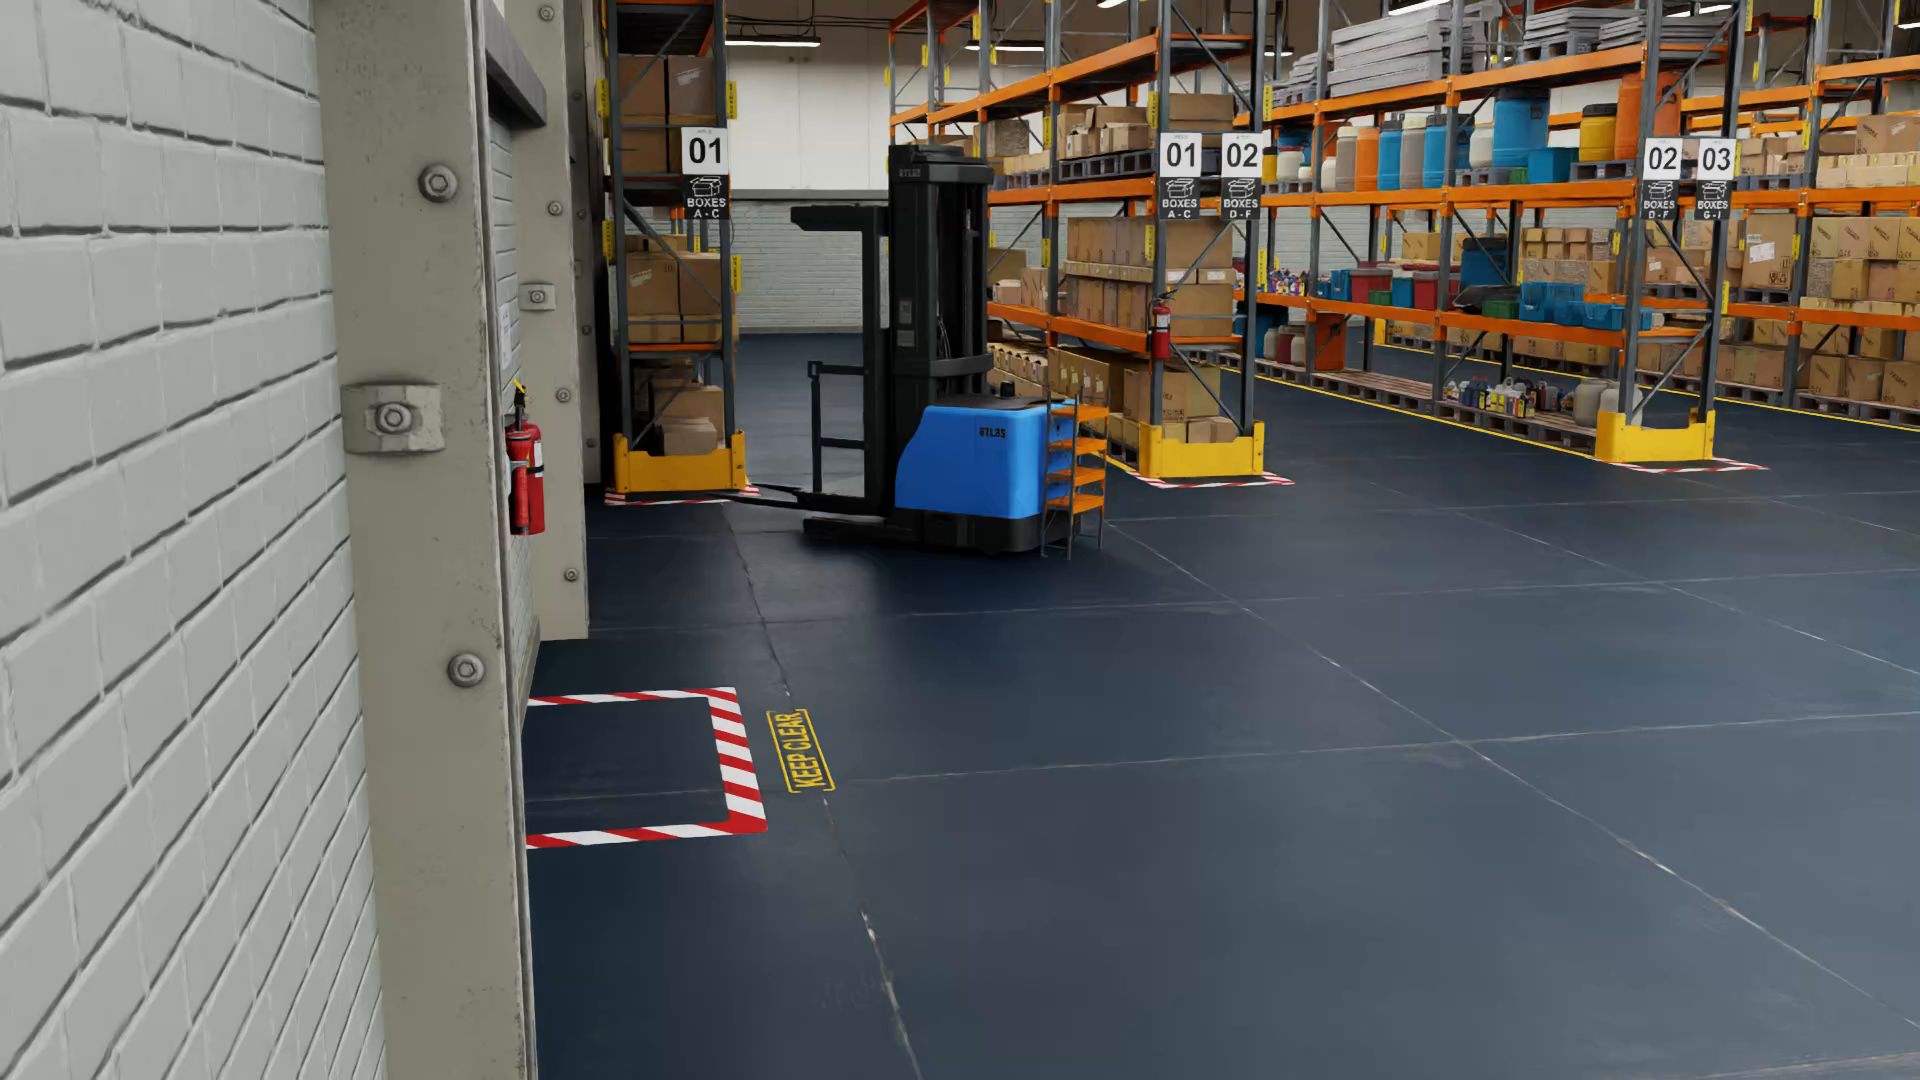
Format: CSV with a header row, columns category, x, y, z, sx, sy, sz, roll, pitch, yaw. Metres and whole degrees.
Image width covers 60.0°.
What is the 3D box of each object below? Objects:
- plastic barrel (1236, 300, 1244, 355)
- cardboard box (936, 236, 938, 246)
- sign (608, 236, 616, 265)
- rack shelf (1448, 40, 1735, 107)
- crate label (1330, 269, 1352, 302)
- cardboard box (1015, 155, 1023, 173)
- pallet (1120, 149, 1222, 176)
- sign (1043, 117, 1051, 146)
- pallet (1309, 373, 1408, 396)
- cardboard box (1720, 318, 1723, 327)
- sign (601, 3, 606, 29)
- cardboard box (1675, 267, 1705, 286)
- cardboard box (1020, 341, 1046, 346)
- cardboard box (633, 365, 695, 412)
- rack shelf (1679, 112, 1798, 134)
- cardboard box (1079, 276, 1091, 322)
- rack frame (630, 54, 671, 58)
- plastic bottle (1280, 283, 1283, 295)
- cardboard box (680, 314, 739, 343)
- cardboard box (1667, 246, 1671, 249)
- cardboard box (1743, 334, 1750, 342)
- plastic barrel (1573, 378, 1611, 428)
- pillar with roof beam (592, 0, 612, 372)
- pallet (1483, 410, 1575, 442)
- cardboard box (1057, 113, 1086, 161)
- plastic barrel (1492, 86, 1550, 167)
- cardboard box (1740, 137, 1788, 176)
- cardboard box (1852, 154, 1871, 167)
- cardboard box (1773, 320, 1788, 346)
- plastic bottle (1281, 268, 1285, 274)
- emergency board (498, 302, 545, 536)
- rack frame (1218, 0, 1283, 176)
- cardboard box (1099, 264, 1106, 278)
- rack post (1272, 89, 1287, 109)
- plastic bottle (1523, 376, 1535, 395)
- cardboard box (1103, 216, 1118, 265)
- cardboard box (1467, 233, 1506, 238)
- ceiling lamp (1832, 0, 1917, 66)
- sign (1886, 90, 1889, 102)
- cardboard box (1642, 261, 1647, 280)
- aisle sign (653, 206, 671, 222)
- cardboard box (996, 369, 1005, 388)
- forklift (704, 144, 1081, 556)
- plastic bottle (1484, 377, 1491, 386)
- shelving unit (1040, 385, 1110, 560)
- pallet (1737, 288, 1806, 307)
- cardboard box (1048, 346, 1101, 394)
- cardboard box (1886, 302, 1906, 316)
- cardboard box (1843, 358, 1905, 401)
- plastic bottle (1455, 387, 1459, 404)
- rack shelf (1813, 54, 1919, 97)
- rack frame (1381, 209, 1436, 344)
category,x,y,z,sx,sy,sz,roll,pitch,yaw
plastic barrel,4.934,-3.571,27.927,0.600,0.901,0.708,-2,11,-11
cardboard box,-0.367,-4.941,27.690,0.500,0.500,0.500,-2,11,-11
sign,-3.861,-3.217,18.478,0.100,0.325,0.005,-2,11,-11
rack shelf,6.790,-5.059,18.205,1.077,0.370,4.000,-2,11,-11
crate label,5.551,-3.588,23.431,0.502,0.435,0.616,-2,11,-11
cardboard box,1.026,-5.013,22.267,0.500,0.250,0.500,-2,11,-9
pallet,2.207,-3.677,16.206,1.003,0.211,1.213,-2,11,-11
sign,1.011,-4.710,19.175,0.100,0.325,0.005,-2,11,-11
pallet,5.735,-2.249,23.950,1.003,0.211,1.213,-2,11,-11
cardboard box,14.175,-4.038,30.798,0.380,0.149,0.250,-2,11,-10
sign,-4.639,-6.865,21.778,0.100,0.325,0.005,-2,11,-11
cardboard box,10.581,-3.760,23.705,0.500,0.250,0.500,-2,11,-13
cardboard box,1.107,-2.627,23.208,0.500,0.311,0.500,-2,11,-10
cardboard box,-3.477,-1.791,19.595,0.700,0.500,0.500,-2,11,-9
rack shelf,14.199,-7.797,31.528,1.077,0.370,4.000,-2,11,-11
cardboard box,1.743,-2.721,18.703,0.700,0.500,0.500,-2,11,-12
rack frame,-5.651,-7.817,29.698,1.000,3.000,0.127,-2,11,-11
plastic bottle,4.981,-3.877,25.576,0.097,0.201,0.097,0,11,0
cardboard box,-2.323,-1.972,15.384,0.500,0.250,0.500,-2,11,-13
cardboard box,13.943,-5.394,31.951,0.500,0.500,0.500,-2,11,-12
cardboard box,14.781,-3.771,30.990,0.380,0.149,0.250,-2,11,-9
plastic barrel,6.878,-1.489,18.030,0.421,0.512,0.421,0,11,0
pillar with roof beam,-1.635,-7.337,27.176,9.100,9.000,0.548,-2,11,-11
pallet,6.731,-1.310,19.016,1.003,0.211,1.213,-2,11,-11
cardboard box,1.380,-4.545,18.768,0.500,0.500,0.500,-1,11,-6
plastic barrel,6.489,-4.769,19.243,0.600,0.901,0.708,-2,11,-11
cardboard box,11.081,-5.202,22.585,0.797,0.503,0.637,-2,11,-9
cardboard box,11.171,-4.637,20.349,0.380,0.149,0.250,-2,11,-11
cardboard box,14.576,-3.574,29.016,0.500,0.500,0.500,-2,11,-8
plastic bottle,5.344,-4.315,27.479,0.144,0.351,0.185,-2,11,-11
emergency board,-1.914,-0.477,7.180,0.194,1.169,0.643,-2,11,-11
rack frame,4.845,-7.443,27.737,1.000,3.000,0.127,-2,11,-11
cardboard box,1.708,-2.877,17.788,0.380,0.149,0.250,-2,11,-11
rack post,5.363,-6.831,25.857,0.937,0.300,0.954,-1,11,-5
plastic bottle,6.846,-1.801,20.045,0.144,0.351,0.185,-3,11,-14
cardboard box,1.926,-3.179,17.638,0.700,0.500,0.500,-2,11,-11
cardboard box,9.351,-5.192,29.552,0.500,0.500,0.500,-2,11,-9
ceiling lamp,20.709,-12.173,36.975,2.000,3.185,0.800,-2,11,-11
sign,19.181,-9.232,34.426,0.100,0.325,0.005,-2,11,-11
cardboard box,10.653,-4.091,25.900,0.500,0.500,0.500,-2,11,-9
aisle sign,-5.371,-6.171,30.143,0.394,0.787,0.004,-2,11,-11
cardboard box,0.783,-2.145,22.173,0.500,0.250,0.500,-2,11,-13
forklift,-0.607,-1.505,12.766,3.031,2.935,1.130,6,13,30
plastic bottle,6.292,-1.786,19.966,0.144,0.351,0.185,-2,11,-11
shelving unit,0.836,-0.496,12.065,0.258,1.200,0.503,9,14,31
pallet,11.253,-3.260,22.317,1.003,0.211,1.213,-2,11,-11
cardboard box,1.324,-1.977,19.287,0.500,0.500,0.500,-2,11,-11
cardboard box,11.311,-2.761,19.851,0.380,0.149,0.250,-2,11,-11
cardboard box,11.416,-2.008,20.786,0.500,0.500,0.500,1,11,7
plastic bottle,6.072,-1.759,20.222,0.097,0.201,0.097,0,11,0
rack shelf,11.648,-5.434,19.114,1.077,0.370,4.000,-2,11,-11
rack frame,8.925,-5.410,33.098,1.000,3.000,0.127,-2,11,-11
